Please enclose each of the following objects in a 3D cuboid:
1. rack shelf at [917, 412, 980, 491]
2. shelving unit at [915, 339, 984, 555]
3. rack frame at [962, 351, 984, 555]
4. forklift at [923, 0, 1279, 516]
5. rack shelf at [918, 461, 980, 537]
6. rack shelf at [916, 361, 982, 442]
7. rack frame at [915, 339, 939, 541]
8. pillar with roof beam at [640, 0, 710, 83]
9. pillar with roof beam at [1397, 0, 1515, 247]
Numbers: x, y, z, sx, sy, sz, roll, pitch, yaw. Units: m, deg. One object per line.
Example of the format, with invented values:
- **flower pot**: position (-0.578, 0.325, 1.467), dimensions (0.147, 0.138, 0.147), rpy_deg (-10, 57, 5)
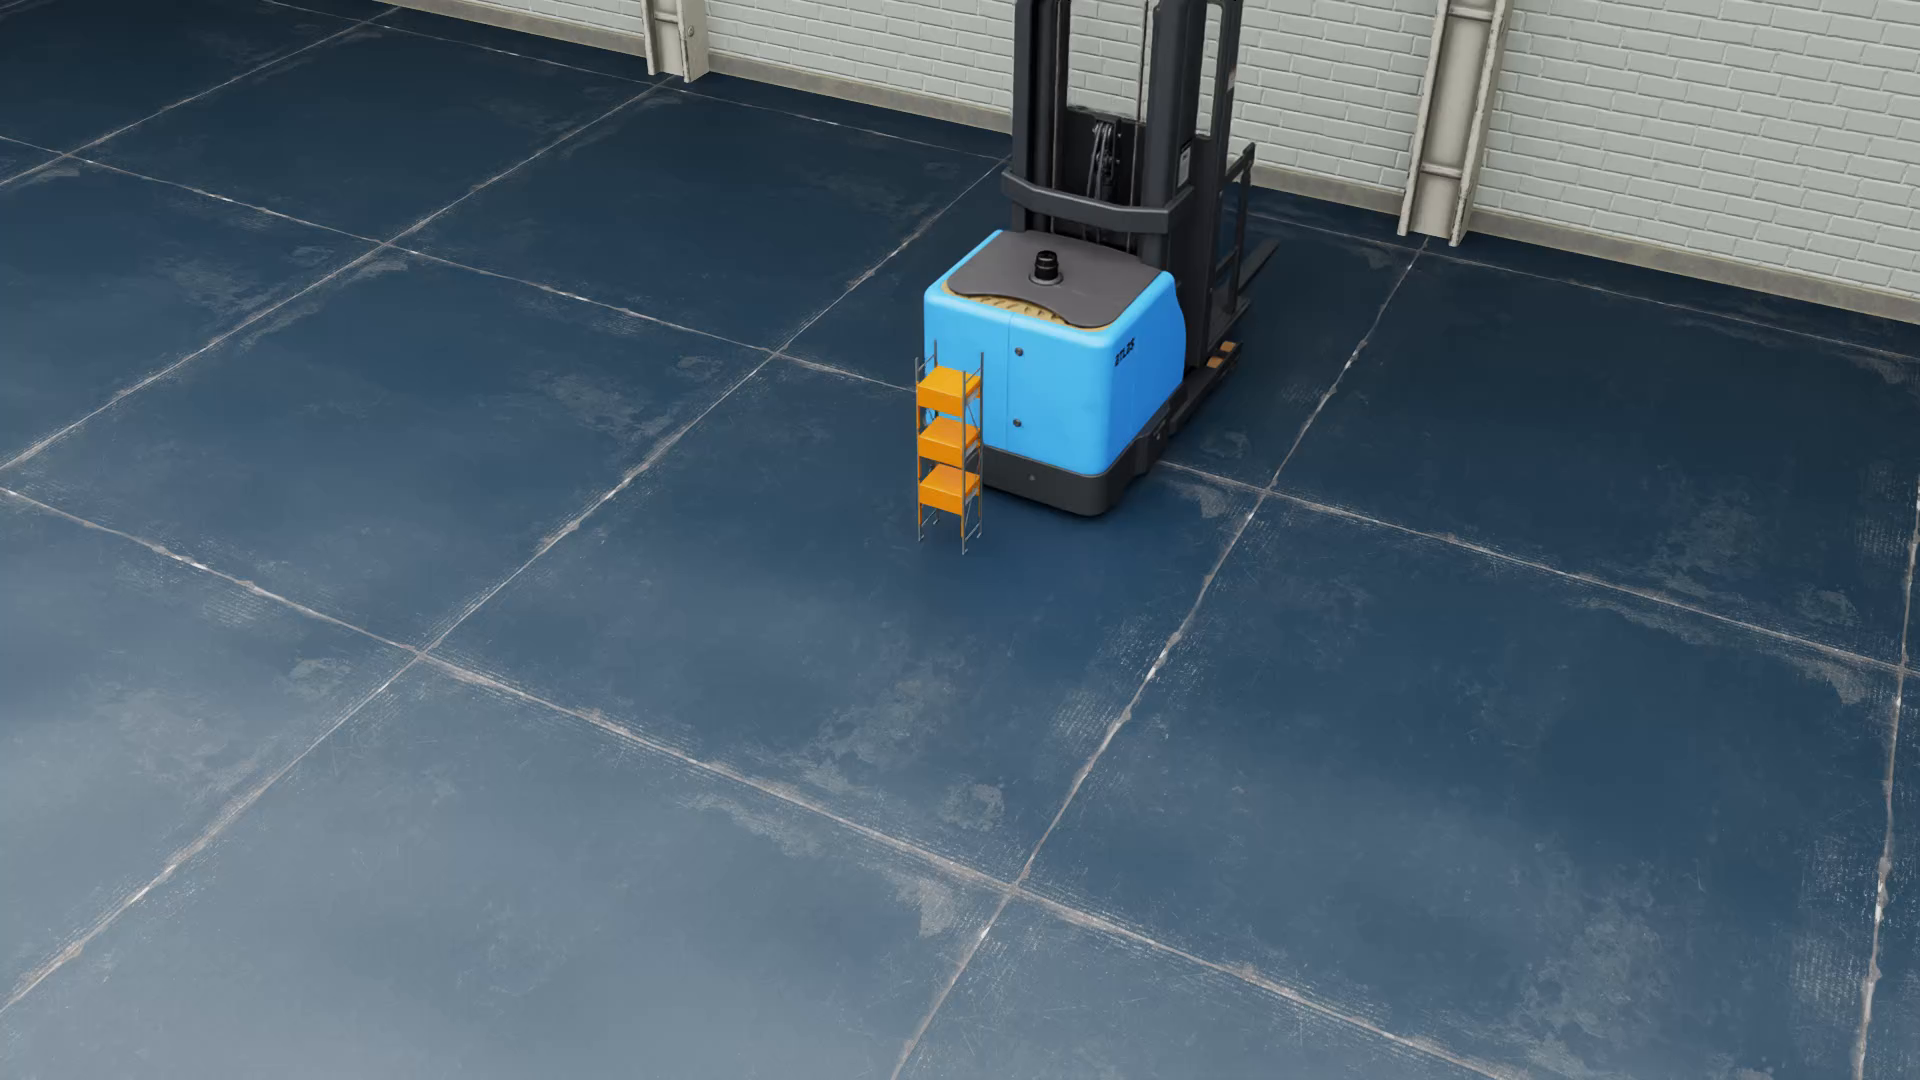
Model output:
- **rack shelf**: position (-0.048, -0.425, 7.978), dimensions (0.240, 0.259, 0.215), rpy_deg (17, 41, 21)
- **shelving unit**: position (-0.048, -0.433, 7.972), dimensions (0.252, 1.050, 0.215), rpy_deg (17, 41, 21)
- **rack frame**: position (0.061, -0.399, 7.927), dimensions (0.008, 1.050, 0.200), rpy_deg (17, 41, 21)
- **forklift**: position (0.964, -2.161, 8.693), dimensions (1.130, 2.935, 3.031), rpy_deg (19, 41, 23)
- **rack shelf**: position (-0.048, -0.203, 8.146), dimensions (0.240, 0.259, 0.215), rpy_deg (17, 41, 21)
- **rack shelf**: position (-0.048, -0.651, 7.807), dimensions (0.240, 0.259, 0.215), rpy_deg (17, 41, 21)
- **rack frame**: position (-0.156, -0.467, 8.017), dimensions (0.008, 1.050, 0.200), rpy_deg (17, 41, 21)
- **pillar with roof beam**: position (-4.194, -4.977, 7.383), dimensions (0.400, 9.000, 9.100), rpy_deg (17, 41, 21)
- **pillar with roof beam**: position (1.134, -3.308, 5.185), dimensions (0.400, 9.000, 9.100), rpy_deg (17, 41, 21)
